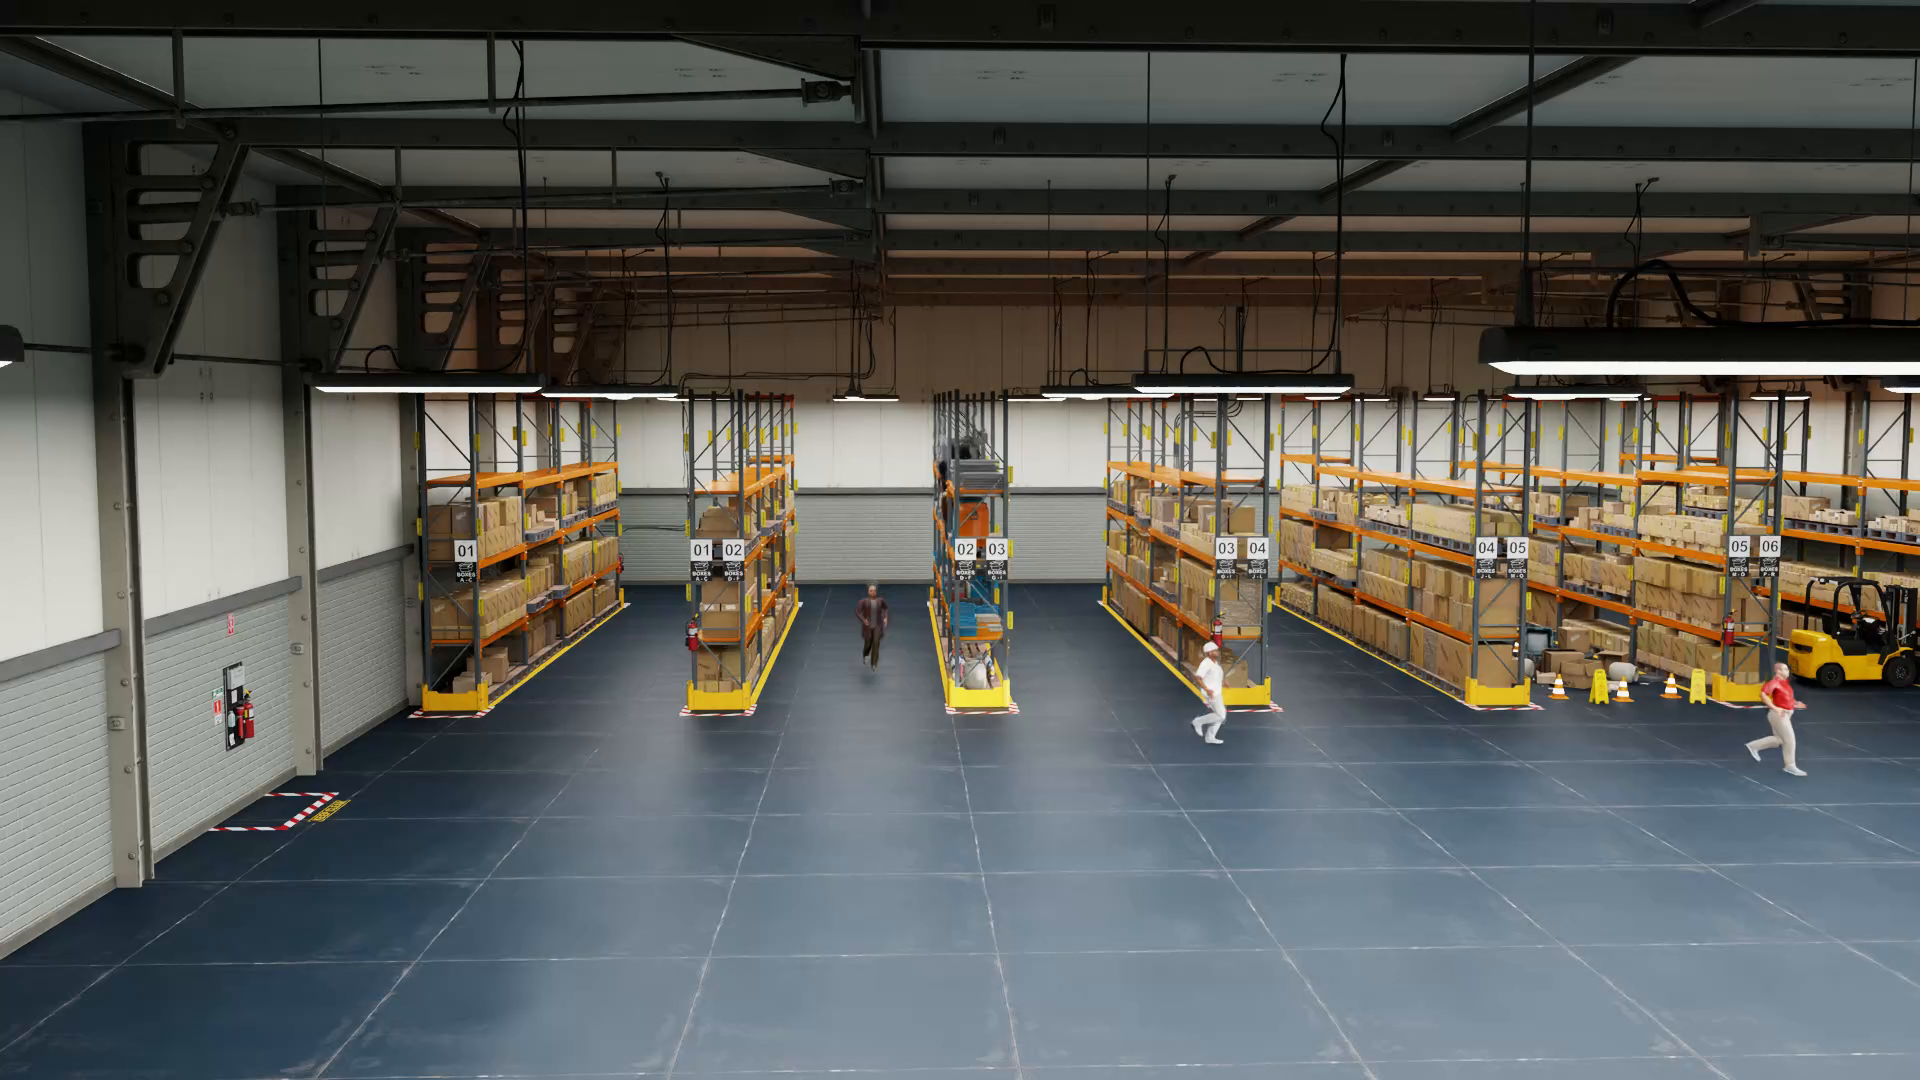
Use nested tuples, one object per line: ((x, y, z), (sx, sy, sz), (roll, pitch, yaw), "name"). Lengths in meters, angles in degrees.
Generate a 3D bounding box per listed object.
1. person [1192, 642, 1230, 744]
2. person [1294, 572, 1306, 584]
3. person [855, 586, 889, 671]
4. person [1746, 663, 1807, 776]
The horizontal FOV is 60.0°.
((4.236, 2.580, 28.052), (0.587, 1.715, 0.701), (2, 5, 24), "person")
((10.048, 0.925, 48.873), (0.681, 1.662, 0.548), (0, 5, -5), "person")
((-1.849, 1.848, 35.202), (0.737, 1.775, 0.836), (-1, 5, -11), "person")
((12.746, 2.769, 25.908), (0.879, 1.731, 0.663), (4, 6, 37), "person")
